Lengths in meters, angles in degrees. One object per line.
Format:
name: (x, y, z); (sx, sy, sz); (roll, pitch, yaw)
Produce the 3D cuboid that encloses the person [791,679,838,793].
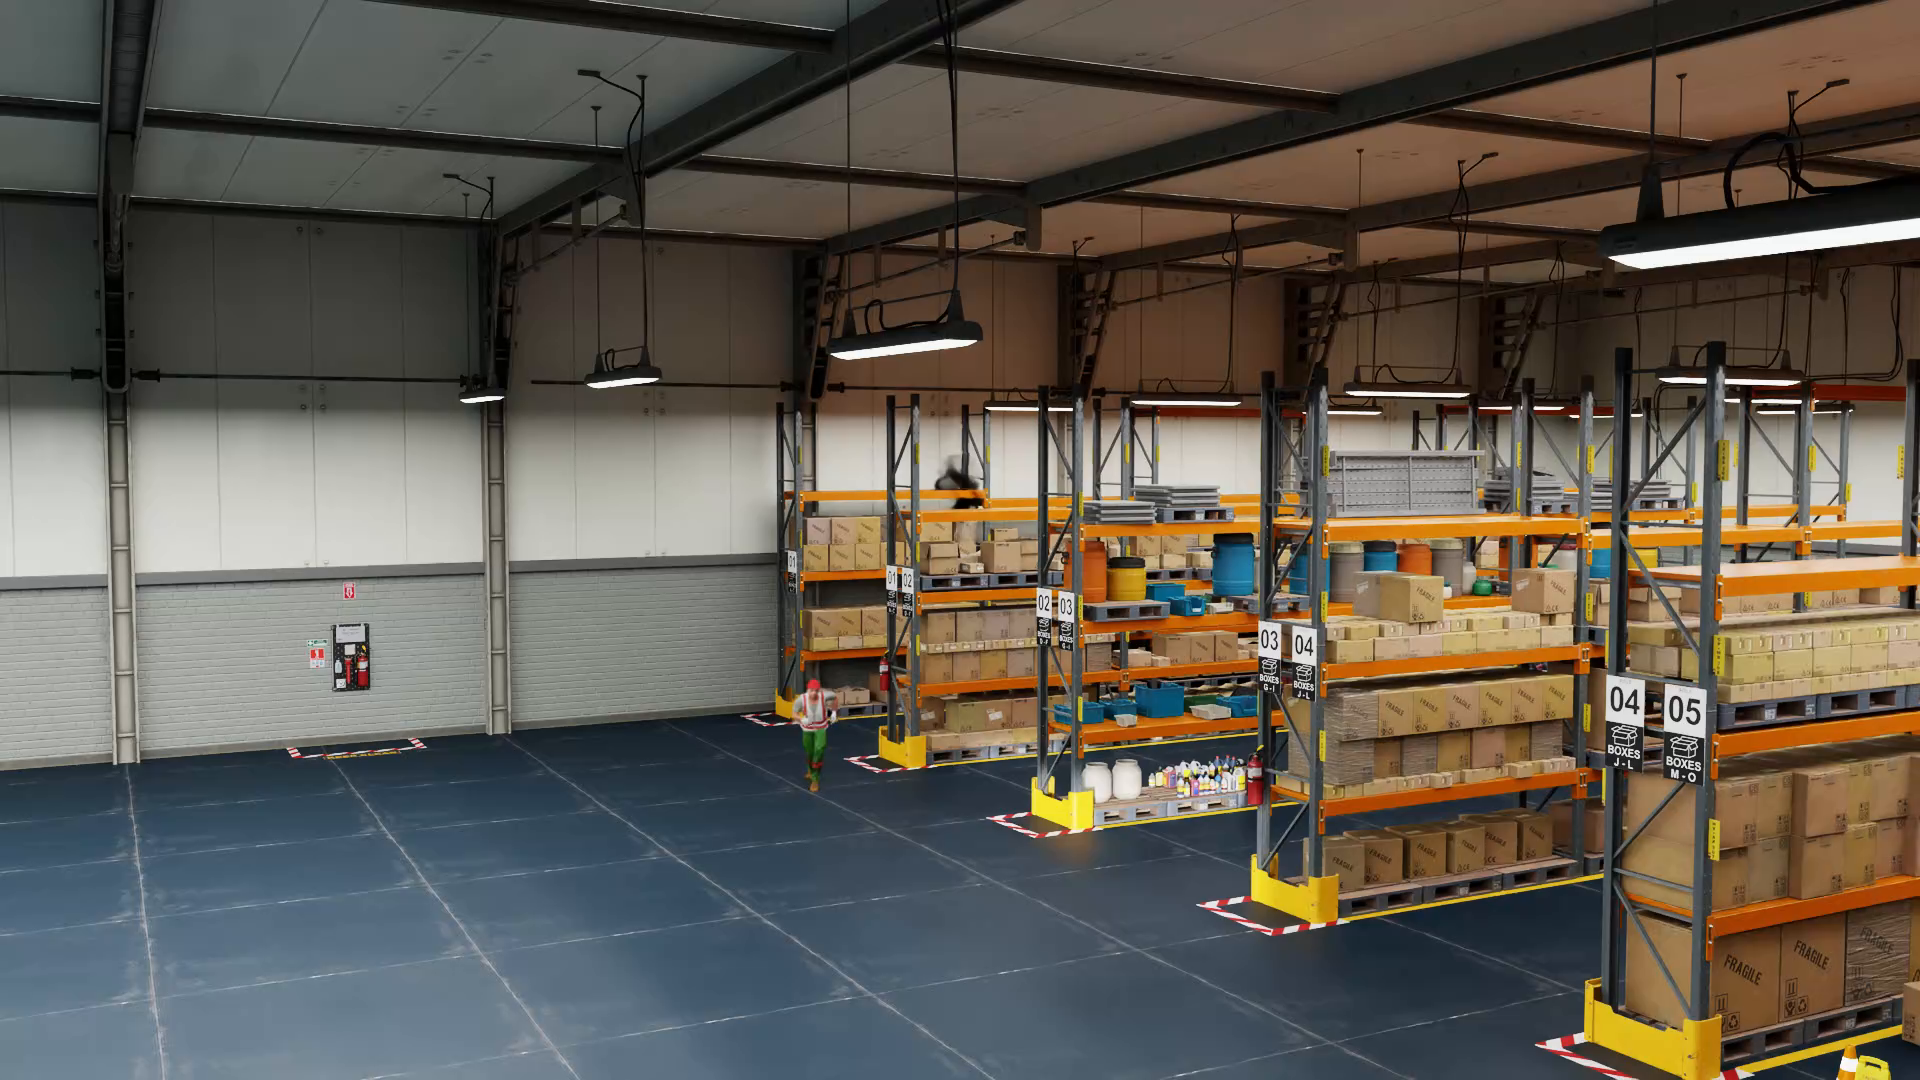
person: (-2.202, 2.919, 25.185); (0.705, 1.727, 1.036); (0, 3, -6)
